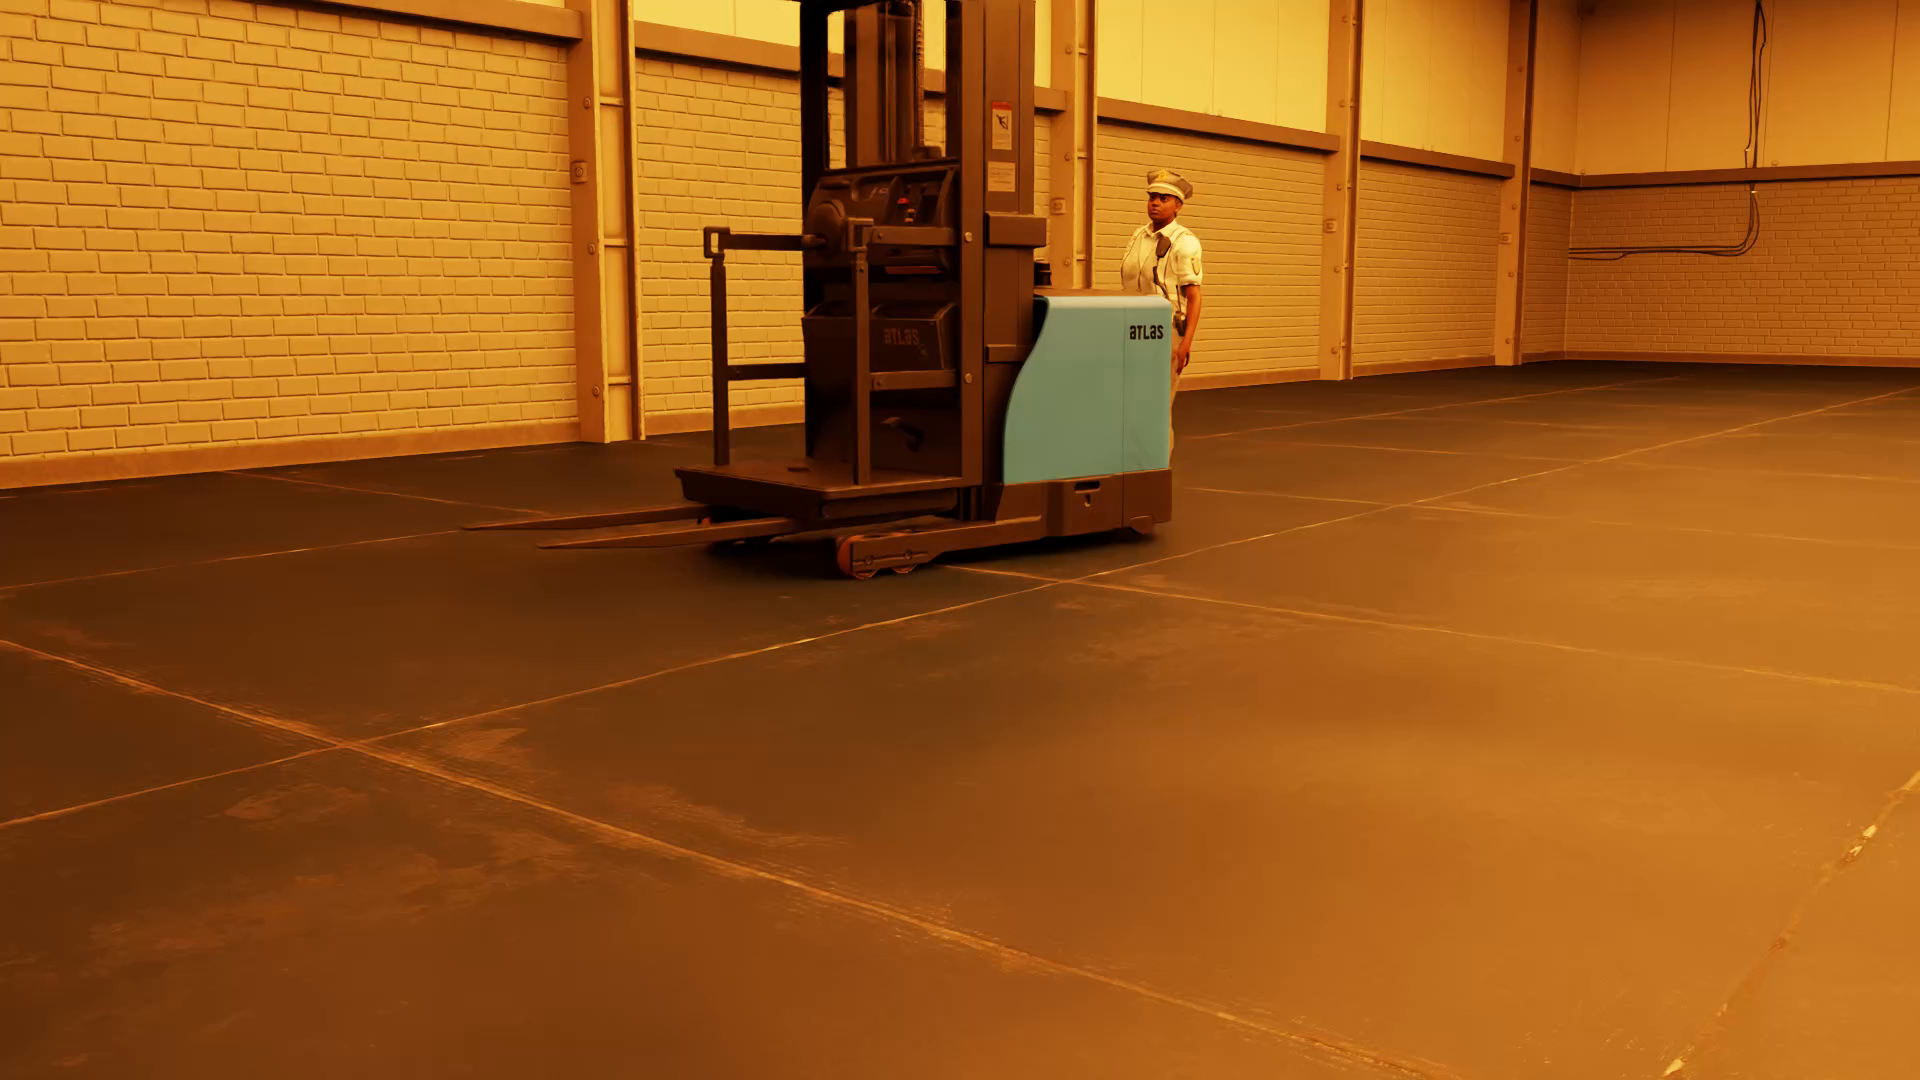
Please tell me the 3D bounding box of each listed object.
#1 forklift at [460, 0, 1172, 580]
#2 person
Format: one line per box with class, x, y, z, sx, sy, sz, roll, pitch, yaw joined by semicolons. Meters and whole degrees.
forklift;-0.496;-1.384;6.739;3.031;2.935;1.130;-7;11;-40
person;0.918;-1.011;8.414;0.568;1.694;0.530;8;11;43
